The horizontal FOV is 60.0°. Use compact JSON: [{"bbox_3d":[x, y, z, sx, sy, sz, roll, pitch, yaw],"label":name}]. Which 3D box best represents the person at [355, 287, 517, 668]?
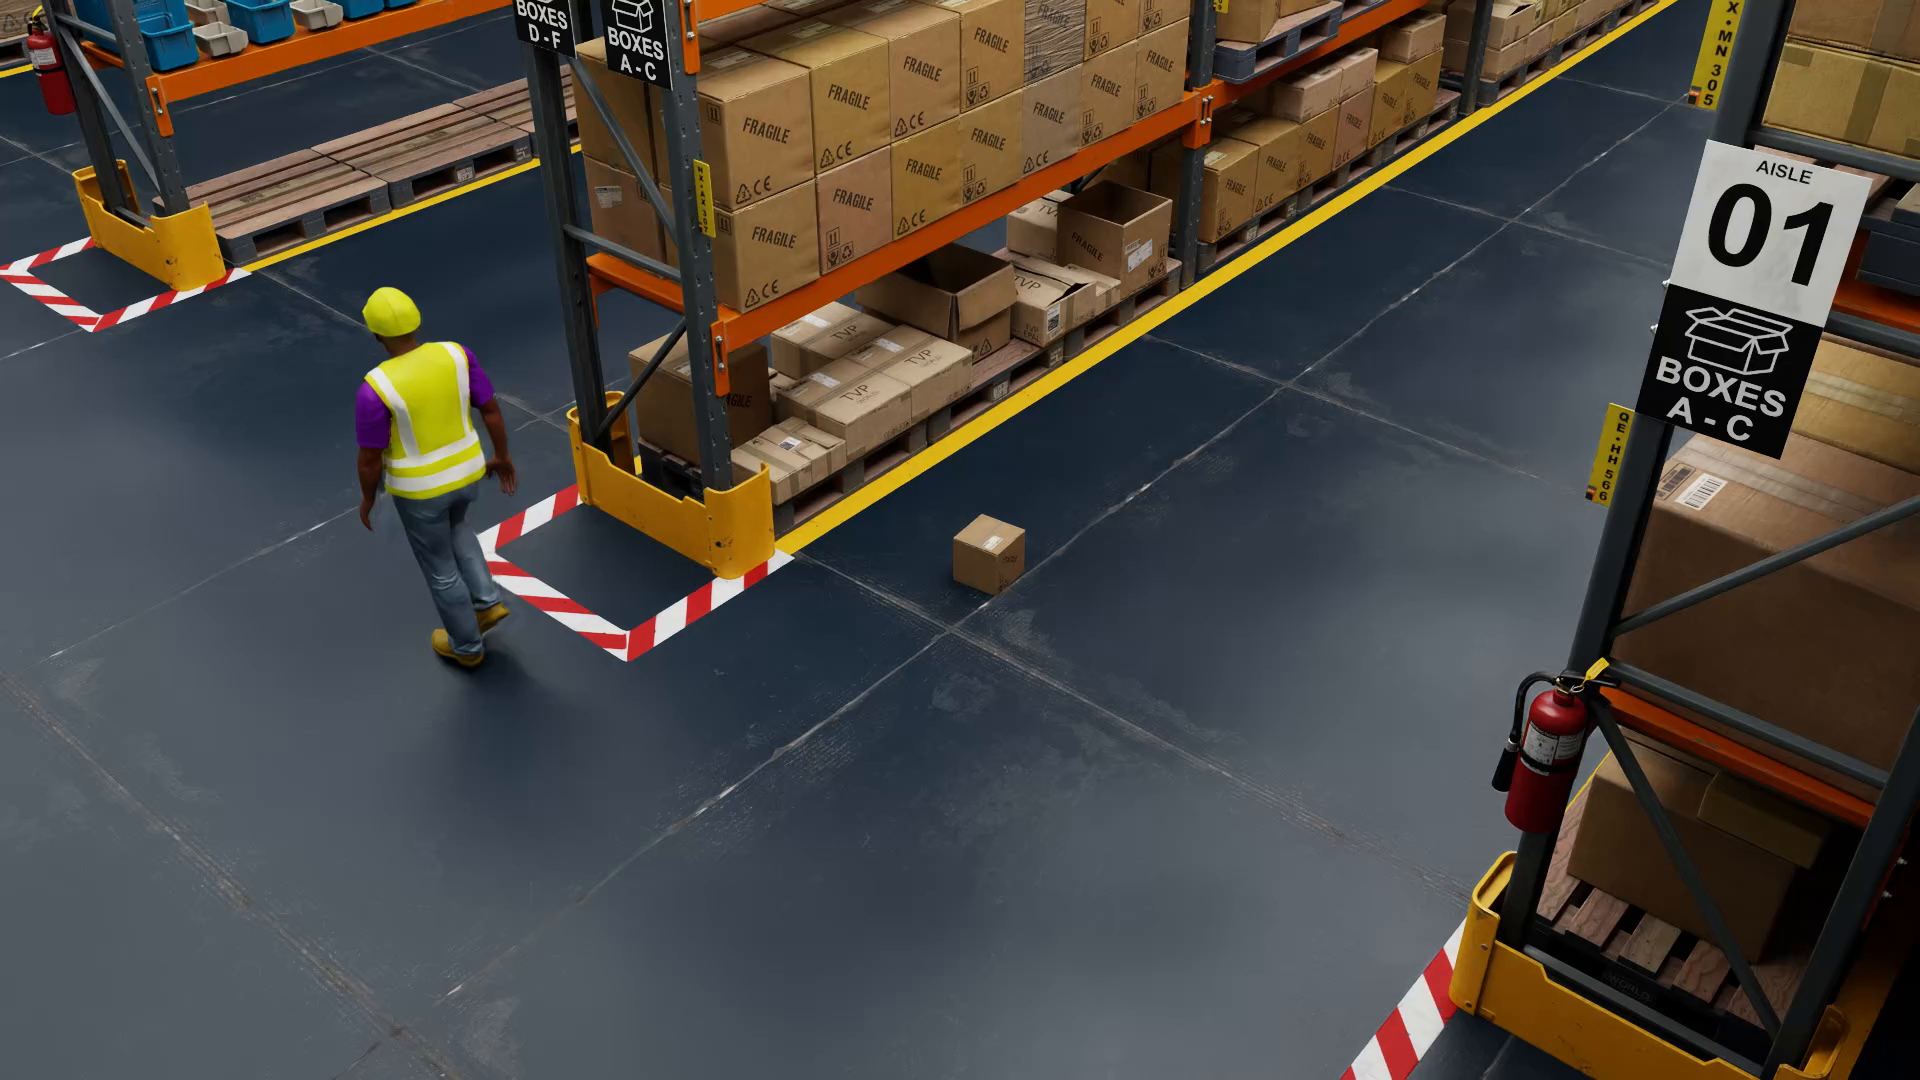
[{"bbox_3d":[-2.256,-0.266,7.135,0.463,1.775,0.636,26,42,32],"label":"person"}]
